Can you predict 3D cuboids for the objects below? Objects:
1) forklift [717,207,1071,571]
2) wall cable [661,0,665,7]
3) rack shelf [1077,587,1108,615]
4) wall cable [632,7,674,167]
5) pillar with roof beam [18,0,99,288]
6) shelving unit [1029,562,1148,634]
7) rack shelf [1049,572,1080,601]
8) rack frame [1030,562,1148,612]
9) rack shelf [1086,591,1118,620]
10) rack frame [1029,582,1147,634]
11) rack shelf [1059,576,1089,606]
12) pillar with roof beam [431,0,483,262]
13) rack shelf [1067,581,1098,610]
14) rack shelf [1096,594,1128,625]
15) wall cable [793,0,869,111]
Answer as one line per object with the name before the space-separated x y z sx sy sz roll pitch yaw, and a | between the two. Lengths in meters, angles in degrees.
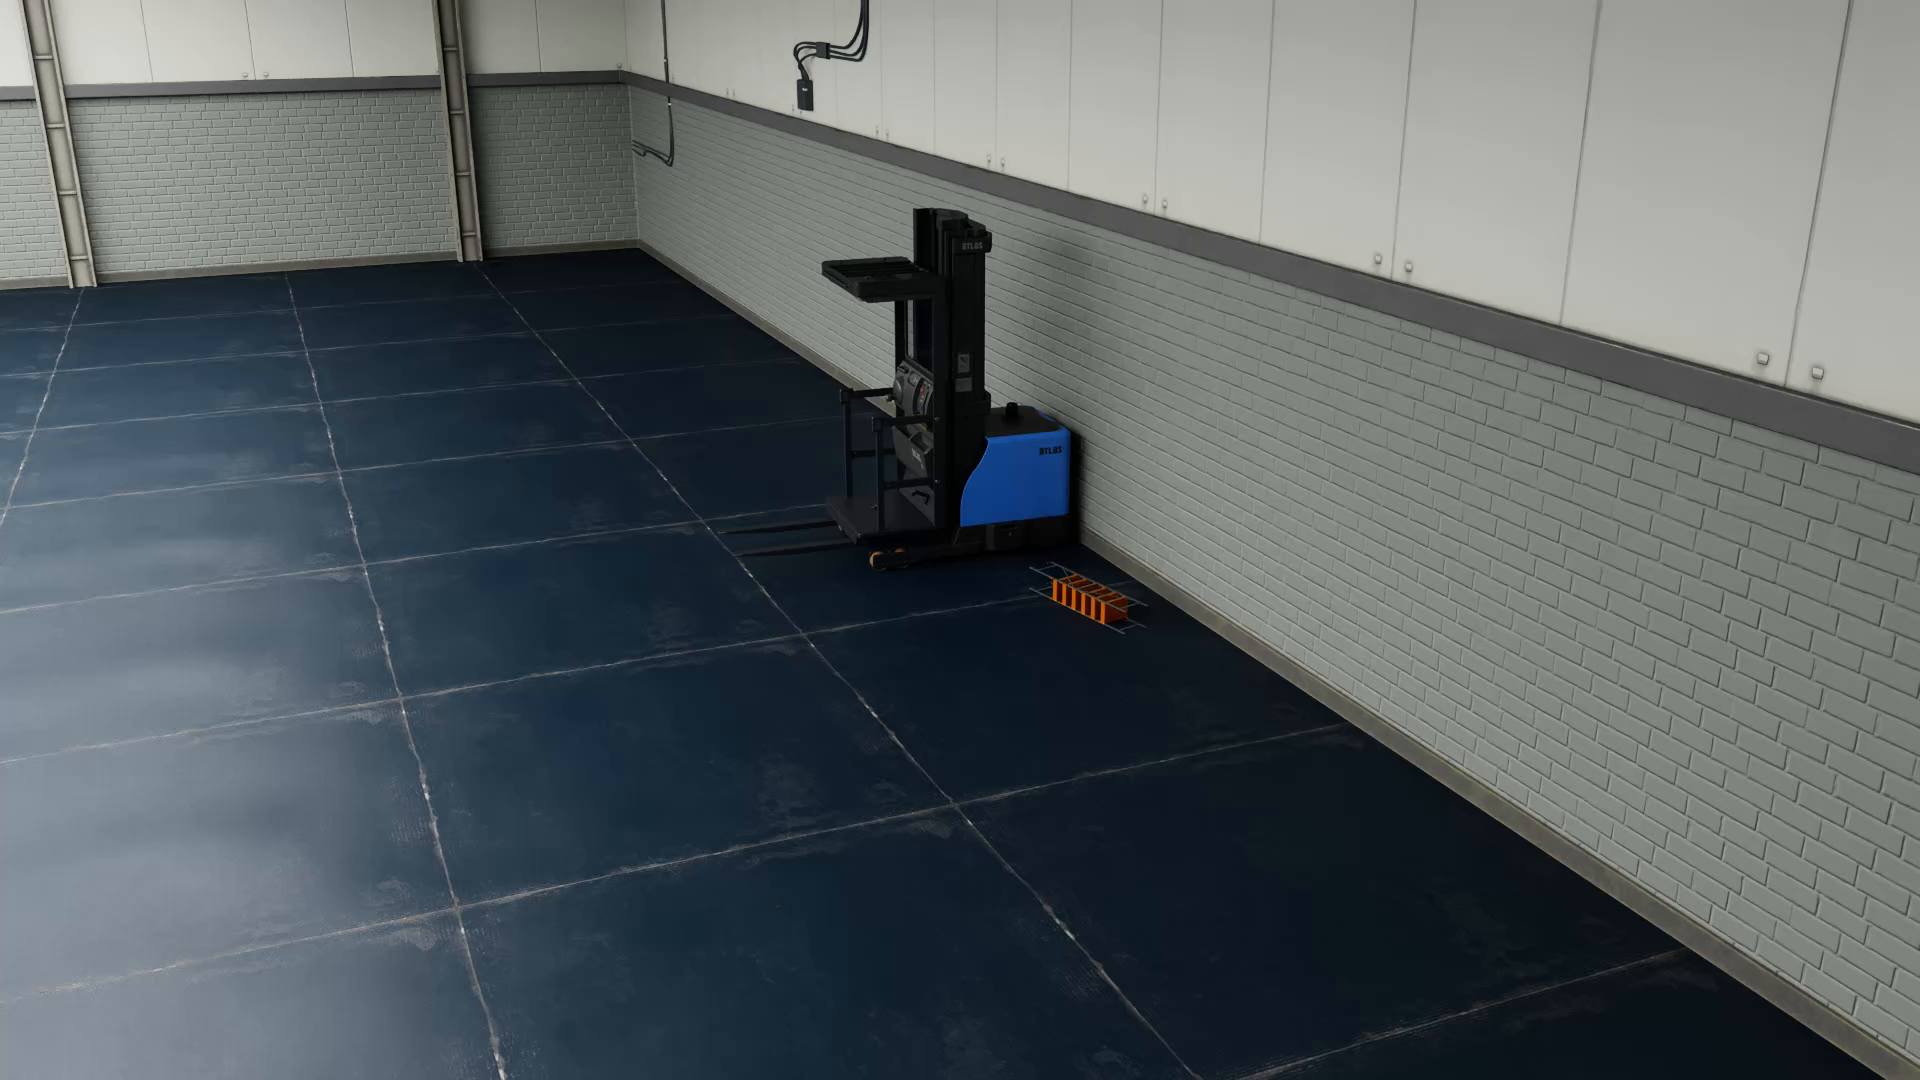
forklift | -0.590 -1.313 14.339 3.031 2.935 1.130 -7 20 -18
wall cable | -4.183 -9.176 24.604 0.112 2.526 3.097 -8 21 -22
rack shelf | 1.068 0.478 13.370 0.258 0.180 0.103 -13 24 -33
wall cable | -5.255 -7.619 27.786 0.112 2.526 3.097 -8 21 -22
pillar with roof beam | -12.288 -6.997 21.345 0.400 9.000 9.100 -8 21 -22
shelving unit | 1.024 0.457 13.428 0.258 0.189 1.200 -13 24 -33
rack shelf | 0.858 0.379 13.645 0.258 0.180 0.103 -13 24 -33
rack frame | 1.025 0.371 13.397 0.240 0.006 1.200 -13 24 -33
rack shelf | 1.139 0.511 13.278 0.258 0.180 0.103 -13 24 -33
rack frame | 1.024 0.544 13.458 0.240 0.006 1.200 -13 24 -33
rack shelf | 0.928 0.412 13.553 0.258 0.180 0.103 -13 24 -33
pillar with roof beam | -6.779 -7.786 23.586 0.400 9.000 9.100 -8 21 -22
rack shelf | 0.998 0.445 13.462 0.258 0.180 0.103 -13 24 -33
rack shelf | 1.209 0.544 13.187 0.258 0.180 0.103 -13 24 -33
wall cable | -1.509 -7.790 18.477 0.169 6.003 2.305 -8 21 -22
